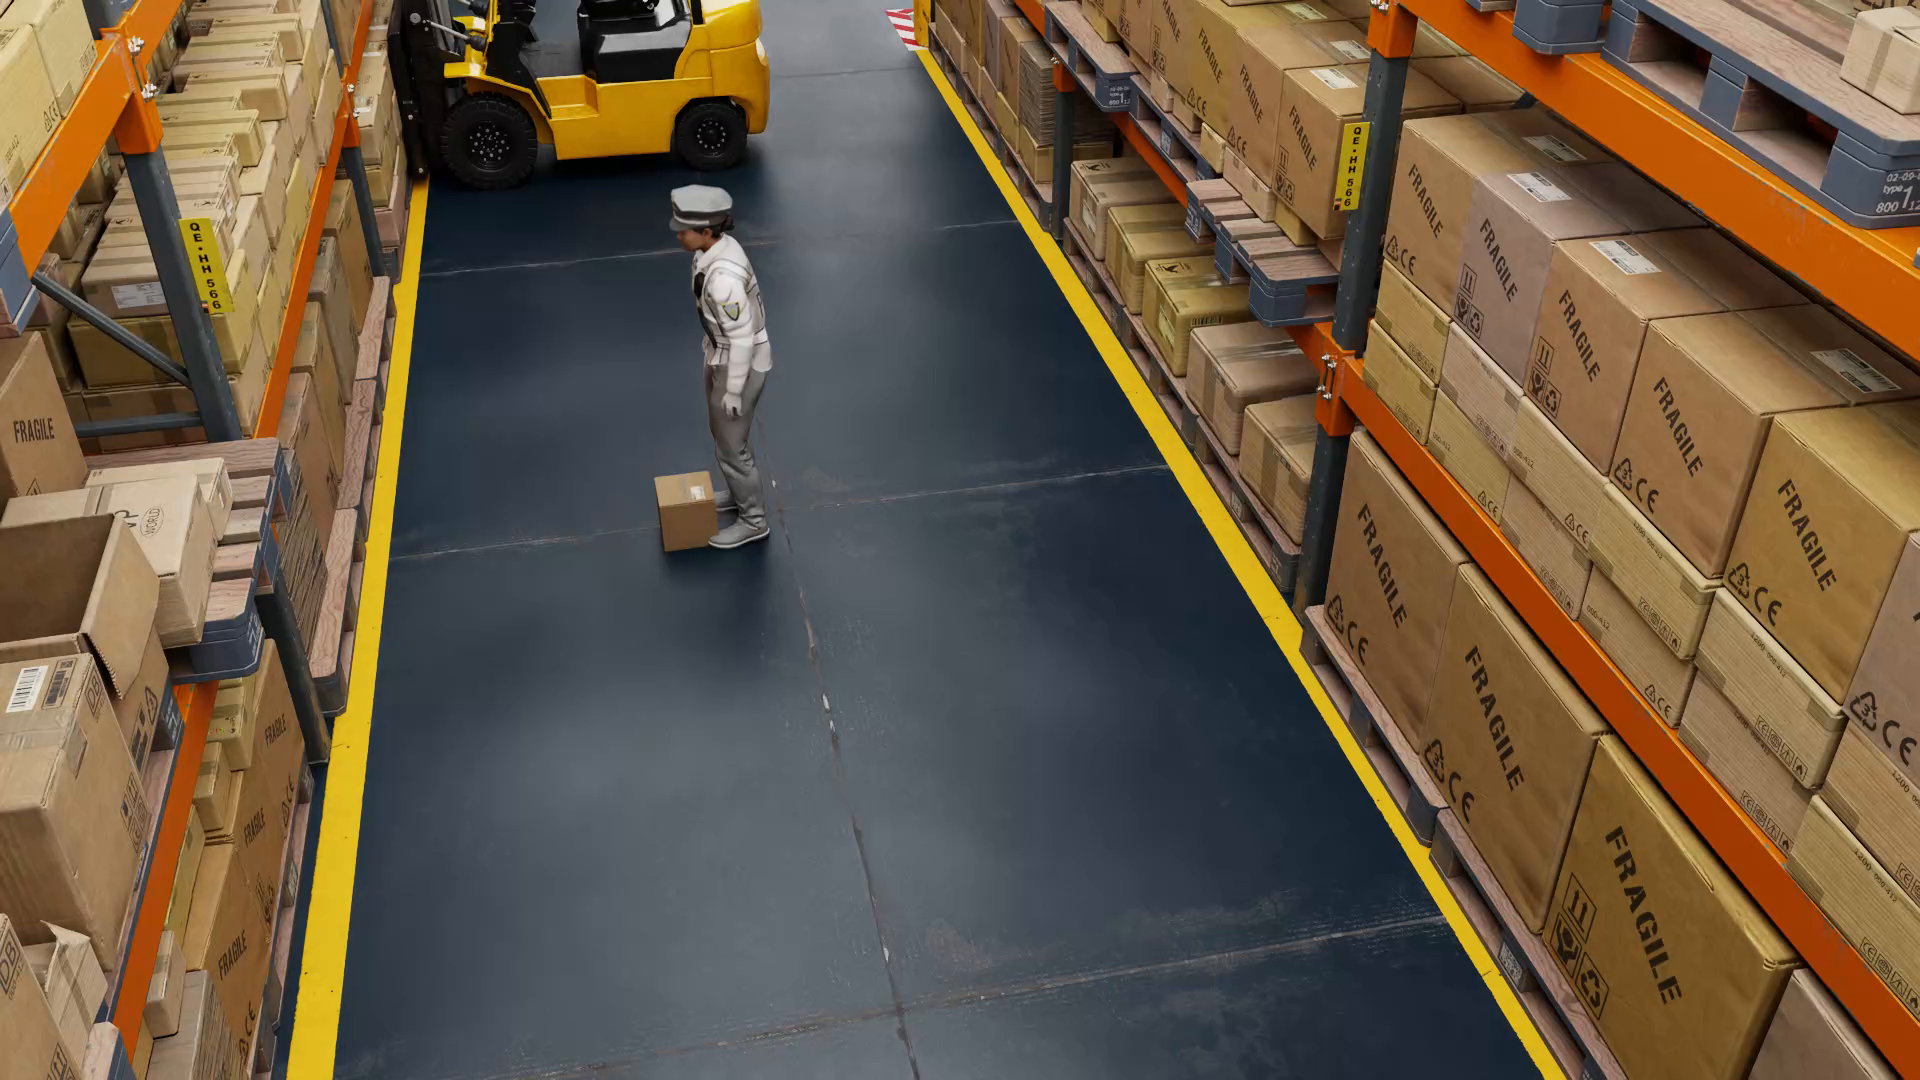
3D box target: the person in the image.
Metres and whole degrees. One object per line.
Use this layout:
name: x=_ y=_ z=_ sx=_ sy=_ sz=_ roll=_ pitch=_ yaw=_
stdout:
person: x=-1.009 y=-0.746 z=7.224 sx=0.375 sy=1.662 sz=0.531 roll=-9 pitch=36 yaw=-13
